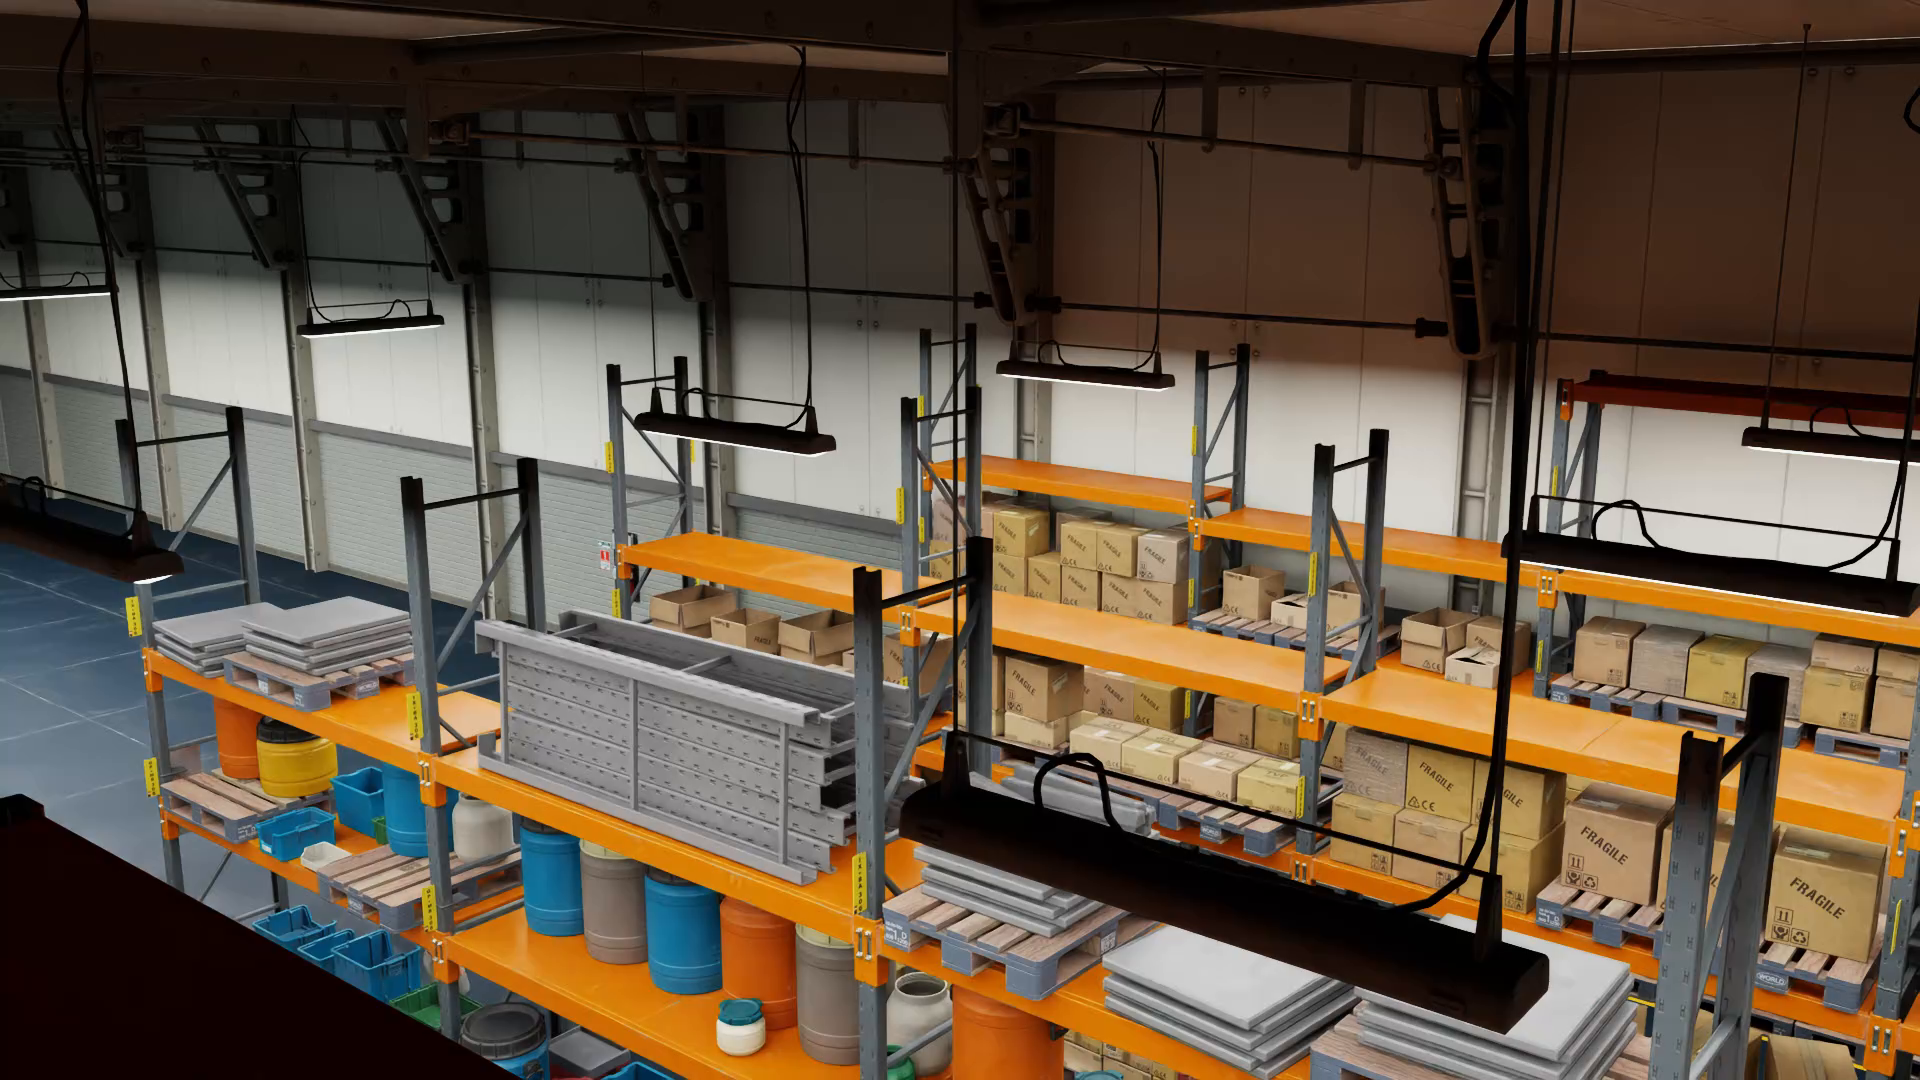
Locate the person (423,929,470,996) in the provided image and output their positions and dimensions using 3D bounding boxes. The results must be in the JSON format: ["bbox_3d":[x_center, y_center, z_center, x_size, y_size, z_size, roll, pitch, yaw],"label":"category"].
[{"bbox_3d":[-4.812,3.893,15.383,0.700,1.613,0.510,6,14,24],"label":"person"}]
